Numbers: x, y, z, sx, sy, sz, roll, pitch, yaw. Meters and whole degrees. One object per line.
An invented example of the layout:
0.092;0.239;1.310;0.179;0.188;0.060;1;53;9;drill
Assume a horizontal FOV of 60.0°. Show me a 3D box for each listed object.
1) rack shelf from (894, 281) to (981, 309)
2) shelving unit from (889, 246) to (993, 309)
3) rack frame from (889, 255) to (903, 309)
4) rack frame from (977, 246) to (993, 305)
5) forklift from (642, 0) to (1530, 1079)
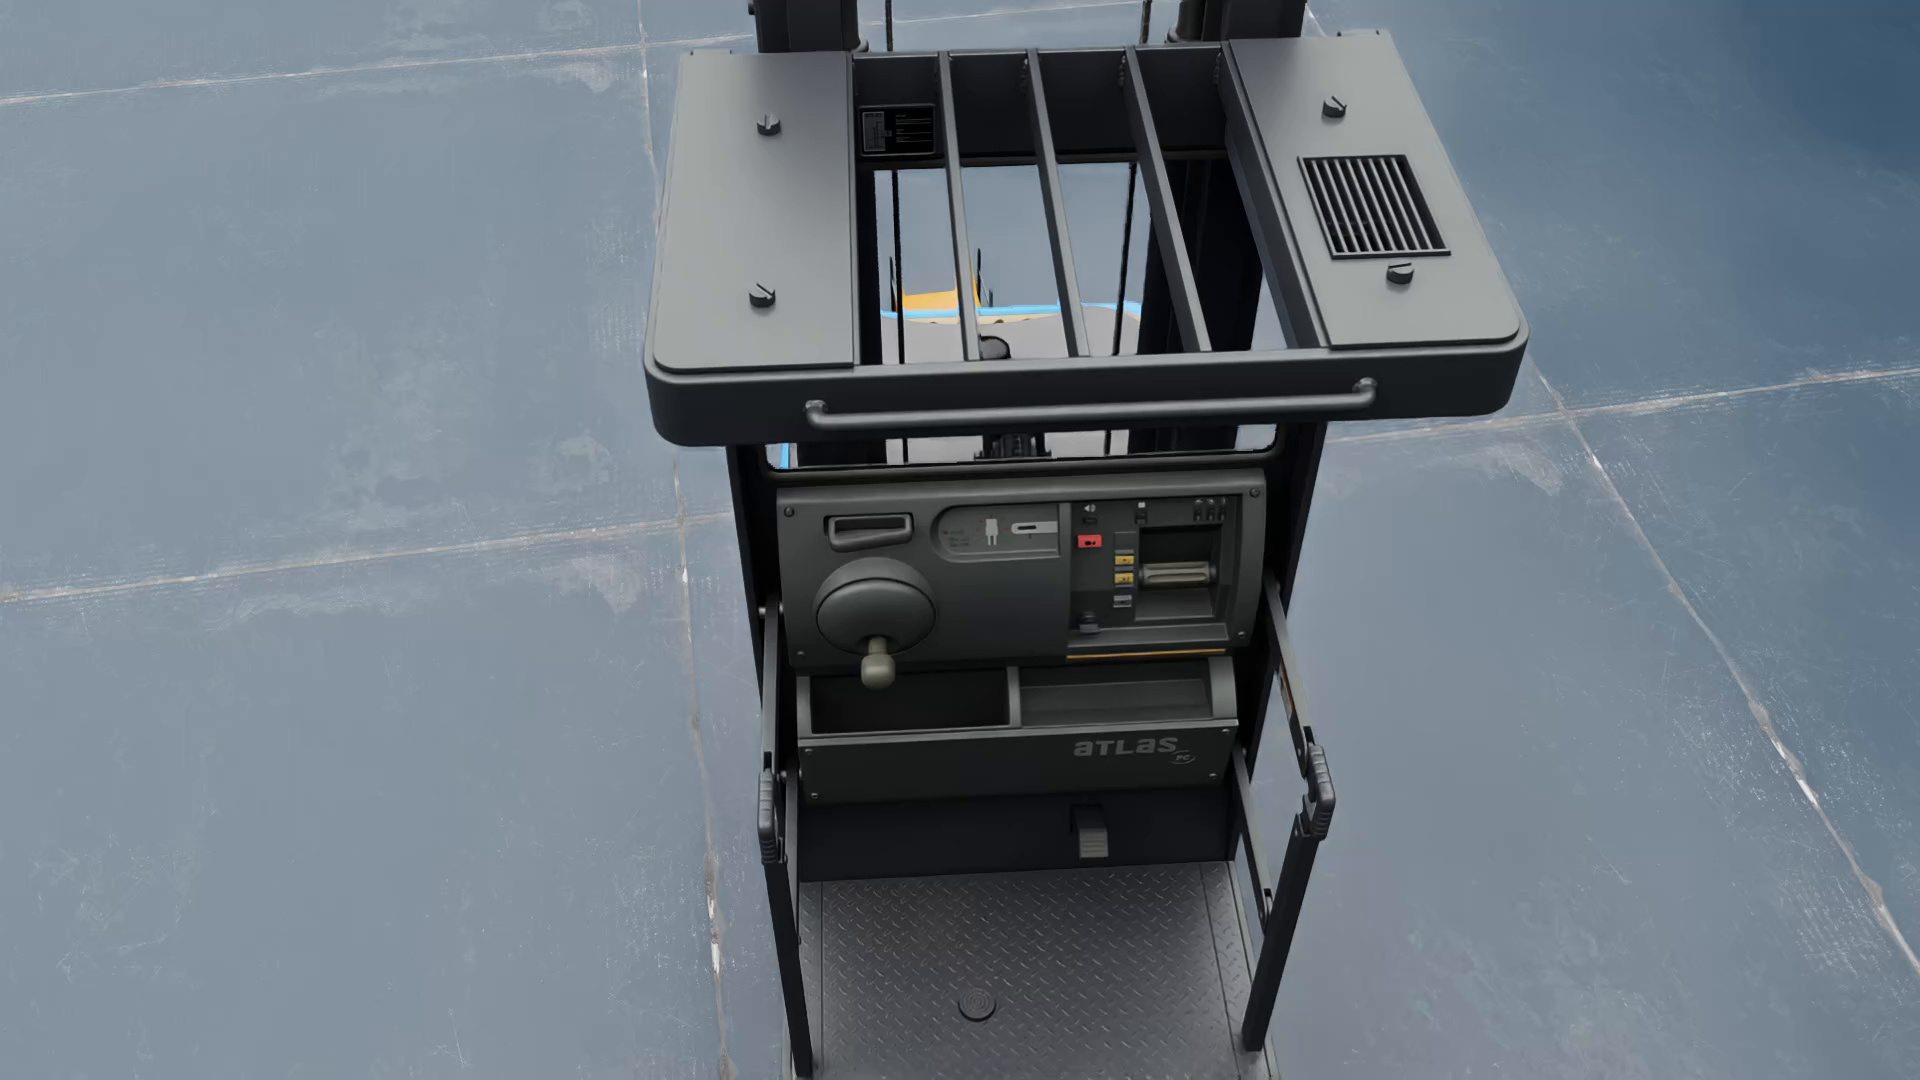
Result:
-0.053;-0.547;4.669;0.240;0.259;0.215;-7;46;-7;rack shelf
-0.053;-0.358;4.866;0.252;1.050;0.215;-7;46;-7;shelving unit
-0.173;-0.343;4.851;0.008;1.050;0.200;-7;46;-7;rack frame
0.067;-0.373;4.880;0.008;1.050;0.200;-7;46;-7;rack frame
0.135;0.171;3.050;1.130;2.935;3.031;-2;46;-2;forklift
